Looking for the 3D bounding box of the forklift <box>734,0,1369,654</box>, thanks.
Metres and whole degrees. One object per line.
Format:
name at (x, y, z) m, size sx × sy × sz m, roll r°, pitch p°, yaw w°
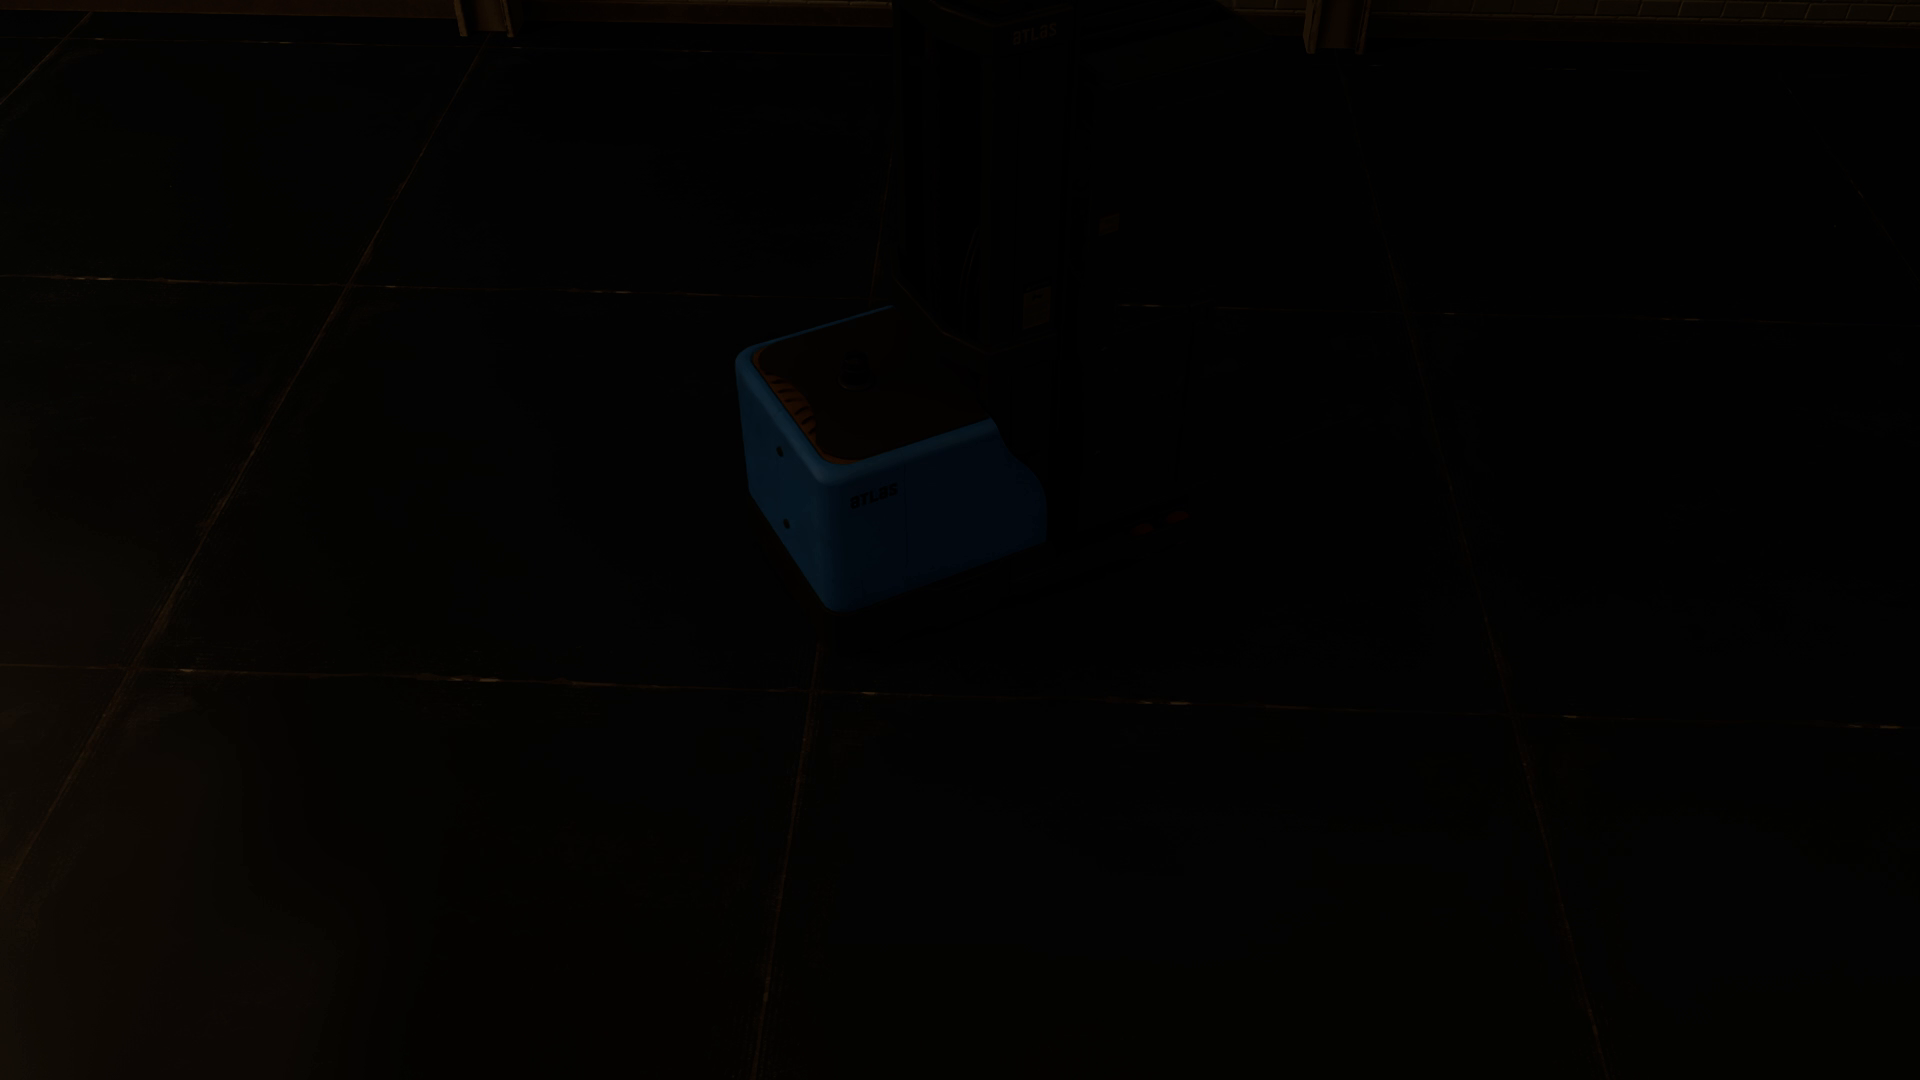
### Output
forklift at (0.549, -1.293, 7.159) m, size 3.031 × 2.935 × 1.130 m, roll -20°, pitch 46°, yaw -20°
